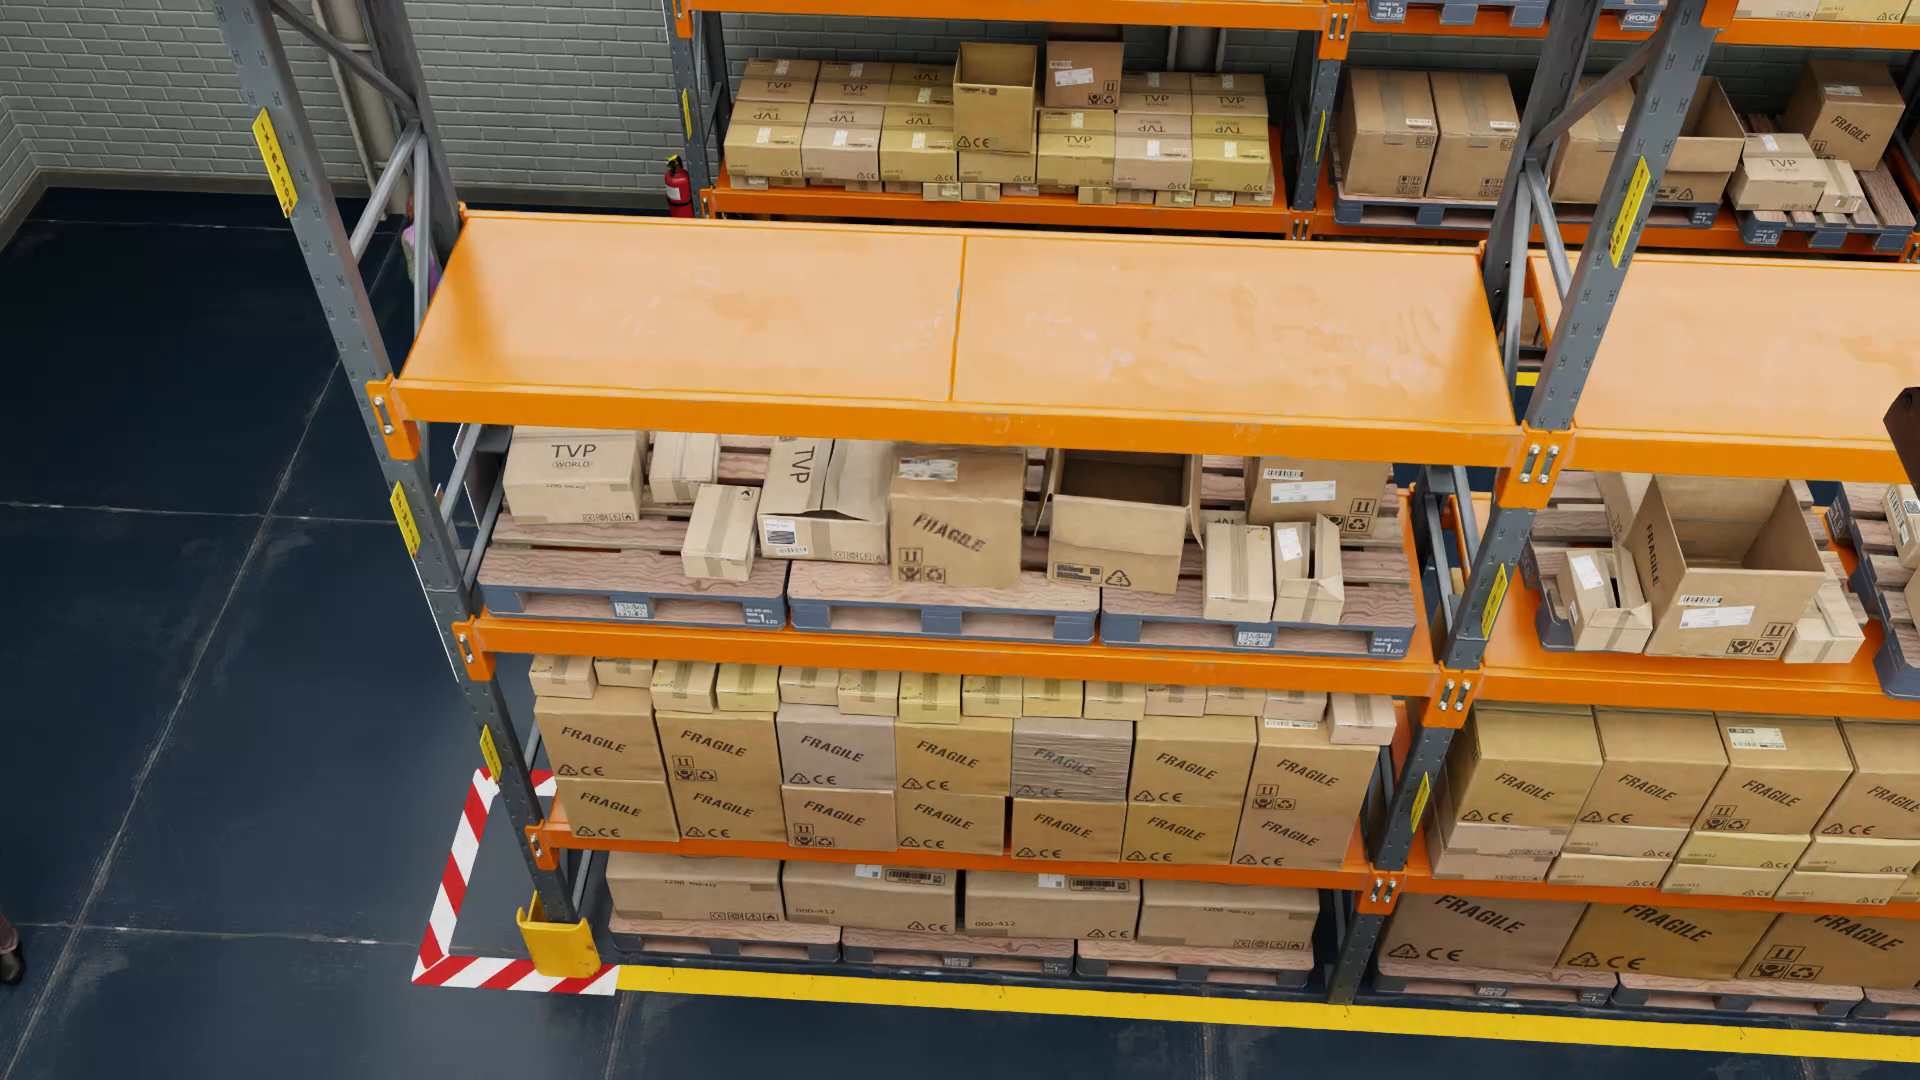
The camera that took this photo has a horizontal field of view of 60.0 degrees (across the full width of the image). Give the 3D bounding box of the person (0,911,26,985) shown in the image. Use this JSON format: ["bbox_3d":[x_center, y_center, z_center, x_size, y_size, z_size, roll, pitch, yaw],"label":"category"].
[{"bbox_3d":[-4.979,1.727,8.030,0.587,1.762,0.511,-17,50,-15],"label":"person"}]

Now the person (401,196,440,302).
[{"bbox_3d":[-3.453,-1.725,11.237,0.397,1.546,0.922,-4,48,-4],"label":"person"}]
